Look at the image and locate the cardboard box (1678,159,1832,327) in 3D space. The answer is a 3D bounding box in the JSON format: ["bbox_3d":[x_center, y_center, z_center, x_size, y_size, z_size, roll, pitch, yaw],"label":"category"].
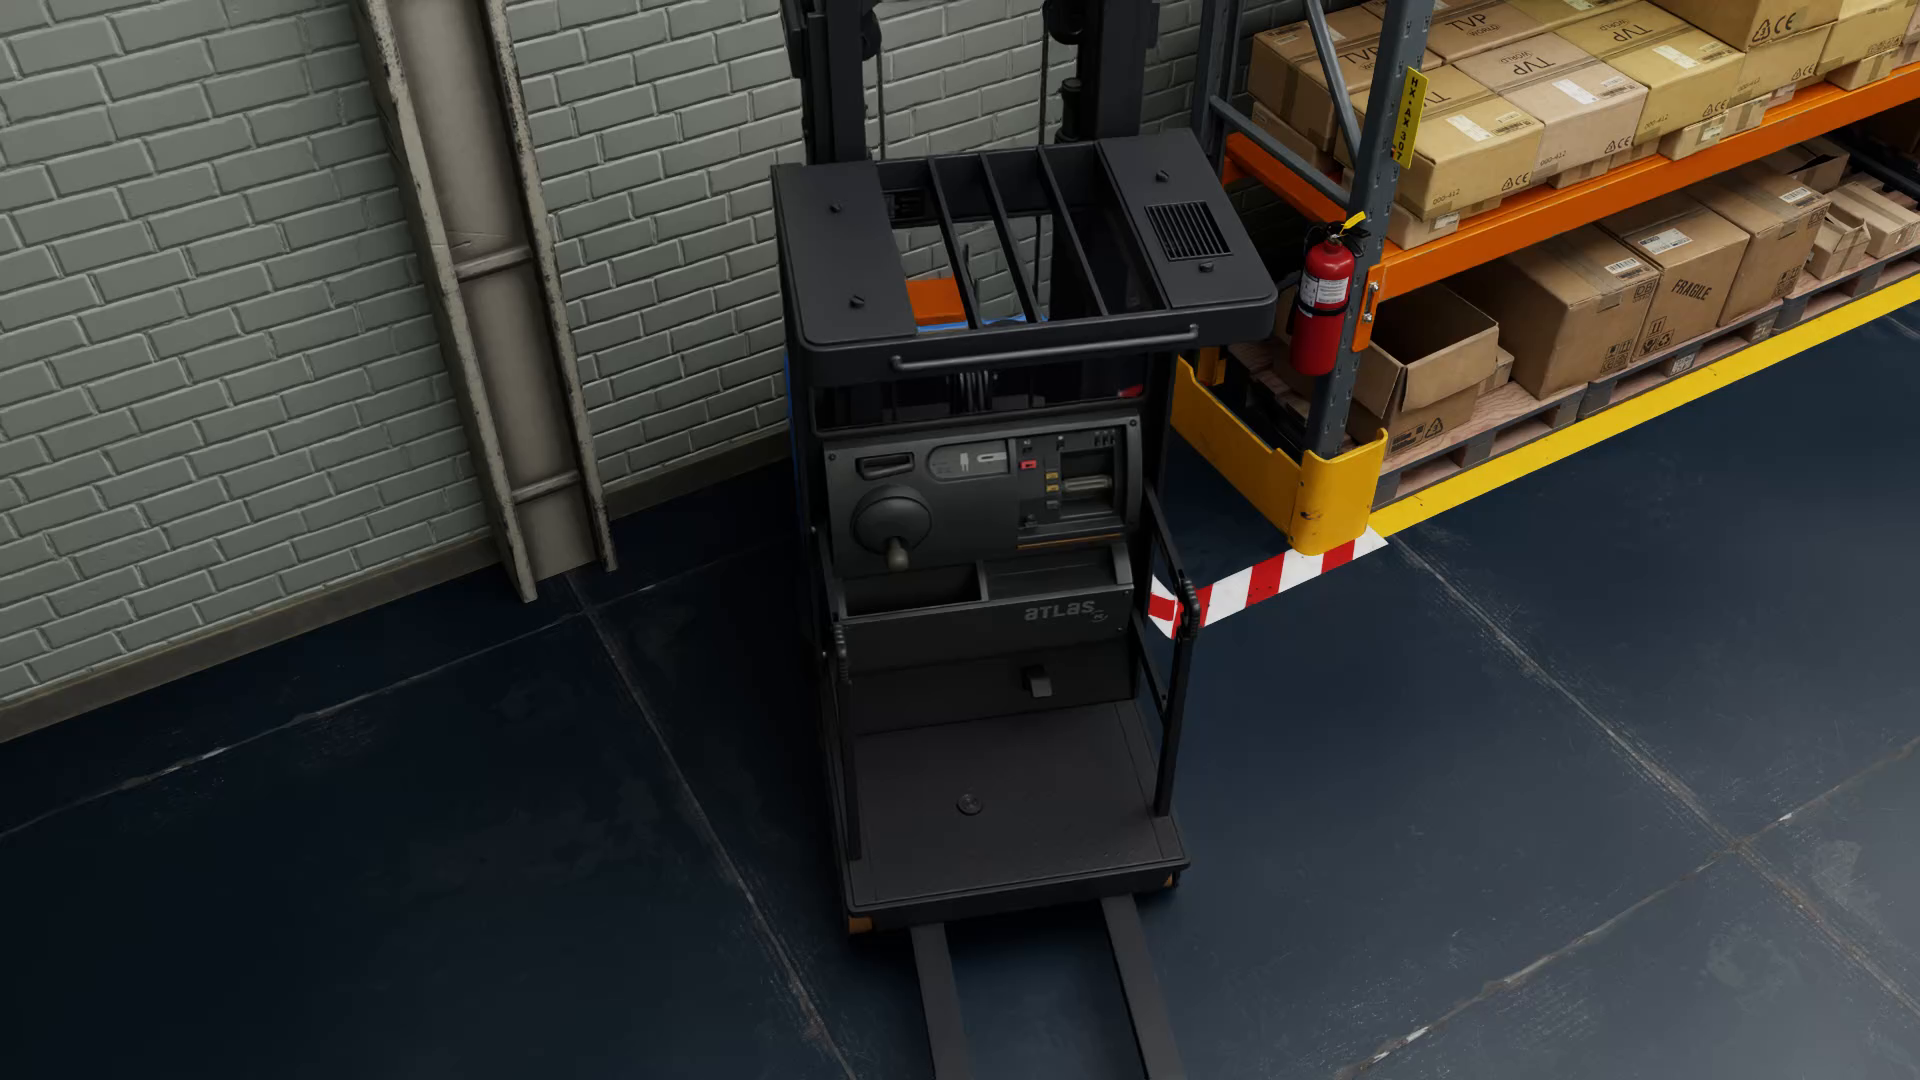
[{"bbox_3d":[3.418,-1.423,7.556,0.500,0.500,0.700,-24,49,-22],"label":"cardboard box"}]

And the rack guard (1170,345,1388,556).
[{"bbox_3d":[1.245,-0.511,6.917,0.348,0.500,1.175,-22,48,-21],"label":"rack guard"}]

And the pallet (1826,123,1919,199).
[{"bbox_3d":[5.334,-2.073,8.735,1.213,0.211,1.003,-22,48,-21],"label":"pallet"}]

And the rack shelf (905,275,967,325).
[{"bbox_3d":[-0.199,-0.846,6.196,0.480,0.148,0.258,-7,45,-7],"label":"rack shelf"}]

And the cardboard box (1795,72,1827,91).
[{"bbox_3d":[3.341,-2.005,6.843,0.250,0.149,0.380,-21,48,-20],"label":"cardboard box"}]

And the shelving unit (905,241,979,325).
[{"bbox_3d":[-0.199,-0.564,6.470,0.503,1.200,0.258,-7,45,-7],"label":"shelving unit"}]

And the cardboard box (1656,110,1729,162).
[{"bbox_3d":[2.743,-1.656,6.483,0.250,0.149,0.380,-23,49,-22],"label":"cardboard box"}]

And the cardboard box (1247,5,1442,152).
[{"bbox_3d":[1.446,-1.754,6.298,0.500,0.250,0.500,-20,48,-20],"label":"cardboard box"}]

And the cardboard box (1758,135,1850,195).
[{"bbox_3d":[3.957,-1.868,8.150,0.500,0.311,0.500,-20,48,-20],"label":"cardboard box"}]

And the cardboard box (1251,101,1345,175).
[{"bbox_3d":[1.333,-1.568,6.392,0.250,0.149,0.380,-22,48,-21],"label":"cardboard box"}]

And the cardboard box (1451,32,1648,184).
[{"bbox_3d":[2.144,-1.604,6.143,0.500,0.250,0.500,-21,48,-21],"label":"cardboard box"}]

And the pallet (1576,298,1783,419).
[{"bbox_3d":[2.993,-1.104,7.737,1.213,0.211,1.003,-22,48,-21],"label":"pallet"}]

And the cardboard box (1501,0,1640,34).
[{"bbox_3d":[2.325,-2.101,6.655,0.500,0.250,0.500,-20,48,-20],"label":"cardboard box"}]

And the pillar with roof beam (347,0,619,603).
[{"bbox_3d":[0.537,-0.543,0.848,0.400,9.000,9.100,-22,48,-21],"label":"pillar with roof beam"}]

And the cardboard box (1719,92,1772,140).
[{"bbox_3d":[2.961,-1.760,6.590,0.250,0.149,0.380,-21,48,-20],"label":"cardboard box"}]

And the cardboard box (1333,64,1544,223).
[{"bbox_3d":[1.707,-1.429,5.963,0.500,0.250,0.500,-22,48,-21],"label":"cardboard box"}]

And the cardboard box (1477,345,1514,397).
[{"bbox_3d":[2.145,-0.788,7.153,0.250,0.149,0.380,-24,49,-22],"label":"cardboard box"}]

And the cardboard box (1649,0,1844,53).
[{"bbox_3d":[3.007,-2.219,6.238,0.500,0.500,0.500,-21,48,-20],"label":"cardboard box"}]

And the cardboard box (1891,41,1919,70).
[{"bbox_3d":[3.828,-2.133,6.974,0.250,0.149,0.380,-21,48,-20],"label":"cardboard box"}]

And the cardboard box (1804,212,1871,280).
[{"bbox_3d":[4.001,-1.444,7.746,0.258,0.266,0.396,-20,48,-20],"label":"cardboard box"}]

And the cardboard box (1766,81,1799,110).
[{"bbox_3d":[3.150,-1.891,6.725,0.250,0.149,0.380,-22,48,-21],"label":"cardboard box"}]

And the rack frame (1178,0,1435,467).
[{"bbox_3d":[1.179,-1.381,6.019,0.127,3.000,1.000,-22,48,-21],"label":"rack frame"}]

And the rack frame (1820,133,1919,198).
[{"bbox_3d":[4.648,-2.769,7.449,0.127,3.000,1.000,-22,48,-21],"label":"rack frame"}]

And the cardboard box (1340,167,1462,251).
[{"bbox_3d":[1.601,-1.239,6.054,0.250,0.149,0.380,-22,48,-21],"label":"cardboard box"}]

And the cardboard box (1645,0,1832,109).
[{"bbox_3d":[3.015,-1.972,6.522,0.500,0.250,0.500,-23,49,-22],"label":"cardboard box"}]

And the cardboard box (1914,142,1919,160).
[{"bbox_3d":[5.179,-2.055,8.207,0.500,0.500,0.500,-20,48,-19],"label":"cardboard box"}]

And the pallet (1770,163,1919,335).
[{"bbox_3d":[4.052,-1.531,8.176,1.213,0.211,1.003,-22,48,-21],"label":"pallet"}]

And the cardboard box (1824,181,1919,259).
[{"bbox_3d":[4.311,-1.526,7.914,0.250,0.149,0.380,-23,49,-22],"label":"cardboard box"}]

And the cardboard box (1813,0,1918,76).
[{"bbox_3d":[3.462,-2.150,6.706,0.500,0.250,0.500,-22,48,-21],"label":"cardboard box"}]

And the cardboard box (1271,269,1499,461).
[{"bbox_3d":[1.757,-0.791,6.902,0.637,0.503,0.797,-24,49,-22],"label":"cardboard box"}]

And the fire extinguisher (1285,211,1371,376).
[{"bbox_3d":[1.282,-0.890,5.836,0.183,0.674,0.296,-22,48,-21],"label":"fire extinguisher"}]

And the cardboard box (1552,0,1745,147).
[{"bbox_3d":[2.582,-1.782,6.326,0.500,0.250,0.500,-23,49,-22],"label":"cardboard box"}]

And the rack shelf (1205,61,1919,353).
[{"bbox_3d":[2.914,-1.817,6.985,4.000,0.370,1.077,-22,48,-21],"label":"rack shelf"}]

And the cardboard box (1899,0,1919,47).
[{"bbox_3d":[3.901,-2.315,6.876,0.500,0.250,0.500,-22,48,-21],"label":"cardboard box"}]

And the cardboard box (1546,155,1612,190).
[{"bbox_3d":[2.259,-1.518,6.341,0.250,0.149,0.380,-20,48,-20],"label":"cardboard box"}]

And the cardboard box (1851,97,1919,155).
[{"bbox_3d":[4.926,-2.372,8.533,0.500,0.500,0.500,-22,48,-21],"label":"cardboard box"}]

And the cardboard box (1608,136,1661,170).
[{"bbox_3d":[2.486,-1.614,6.440,0.250,0.149,0.380,-21,48,-20],"label":"cardboard box"}]

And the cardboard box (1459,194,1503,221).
[{"bbox_3d":[1.799,-1.356,6.173,0.250,0.149,0.380,-21,48,-20],"label":"cardboard box"}]

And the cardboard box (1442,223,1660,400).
[{"bbox_3d":[2.518,-1.063,7.185,0.500,0.500,0.700,-20,48,-19],"label":"cardboard box"}]

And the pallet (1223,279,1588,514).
[{"bbox_3d":[1.936,-0.684,7.303,1.213,0.211,1.003,-22,48,-21],"label":"pallet"}]

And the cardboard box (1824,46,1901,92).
[{"bbox_3d":[3.620,-2.027,6.866,0.250,0.149,0.380,-22,48,-22],"label":"cardboard box"}]

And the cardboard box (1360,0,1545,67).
[{"bbox_3d":[1.894,-1.932,6.481,0.500,0.250,0.500,-22,48,-21],"label":"cardboard box"}]

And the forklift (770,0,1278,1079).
[{"bbox_3d":[0.113,-0.051,4.698,1.130,2.935,3.031,-7,45,-7],"label":"forklift"}]

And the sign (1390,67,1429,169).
[{"bbox_3d":[1.450,-1.364,5.380,0.005,0.325,0.100,-22,48,-21],"label":"sign"}]

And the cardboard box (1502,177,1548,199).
[{"bbox_3d":[2.009,-1.468,6.289,0.250,0.149,0.380,-22,48,-21],"label":"cardboard box"}]

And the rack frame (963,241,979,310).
[{"bbox_3d":[0.041,-0.595,6.501,0.015,1.200,0.240,-7,45,-7],"label":"rack frame"}]

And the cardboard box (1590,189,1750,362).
[{"bbox_3d":[3.026,-1.186,7.312,0.500,0.500,0.500,-21,48,-20],"label":"cardboard box"}]
